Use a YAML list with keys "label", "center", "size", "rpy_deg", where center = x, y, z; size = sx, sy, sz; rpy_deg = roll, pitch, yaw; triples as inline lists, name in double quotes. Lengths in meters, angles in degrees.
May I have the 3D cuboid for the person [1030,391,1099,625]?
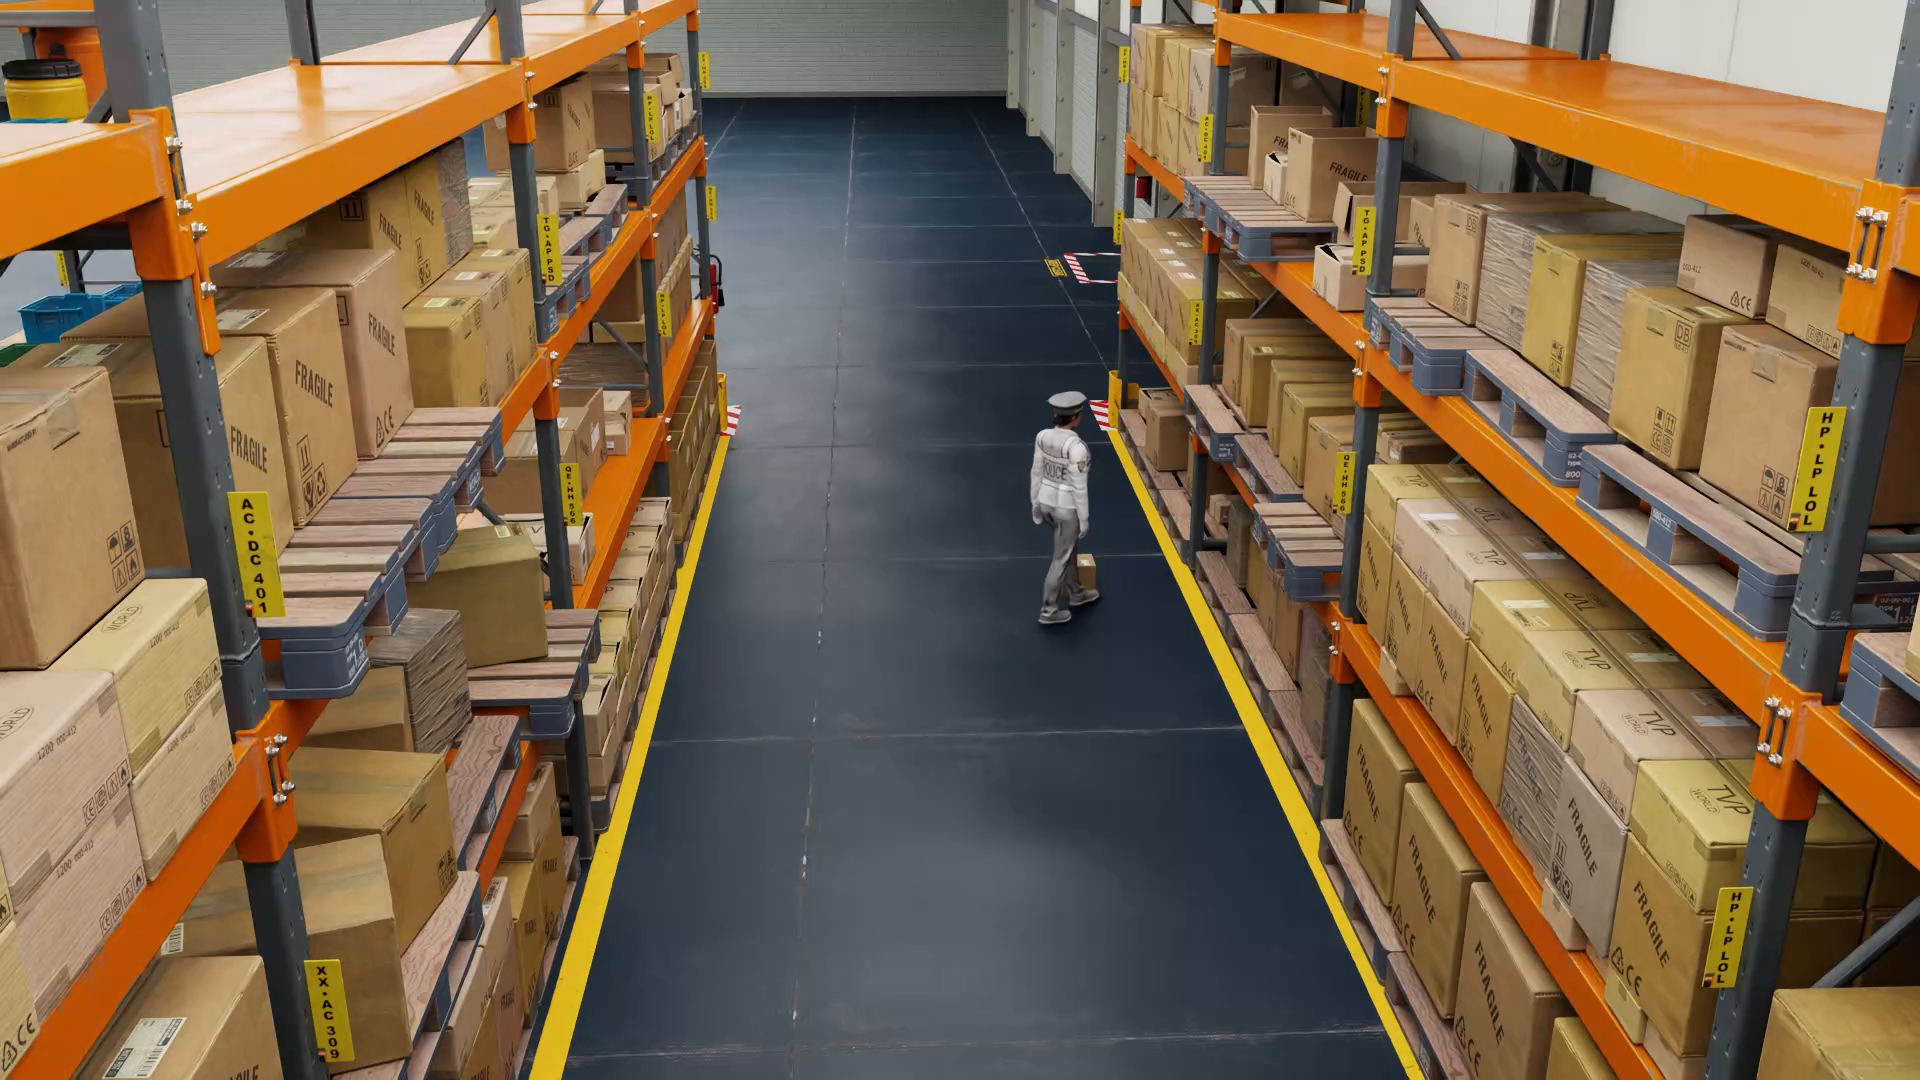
- label: "person"
  center: [0.823, -0.237, 11.671]
  size: [0.660, 1.662, 0.504]
  rpy_deg: [-15, 25, -34]
